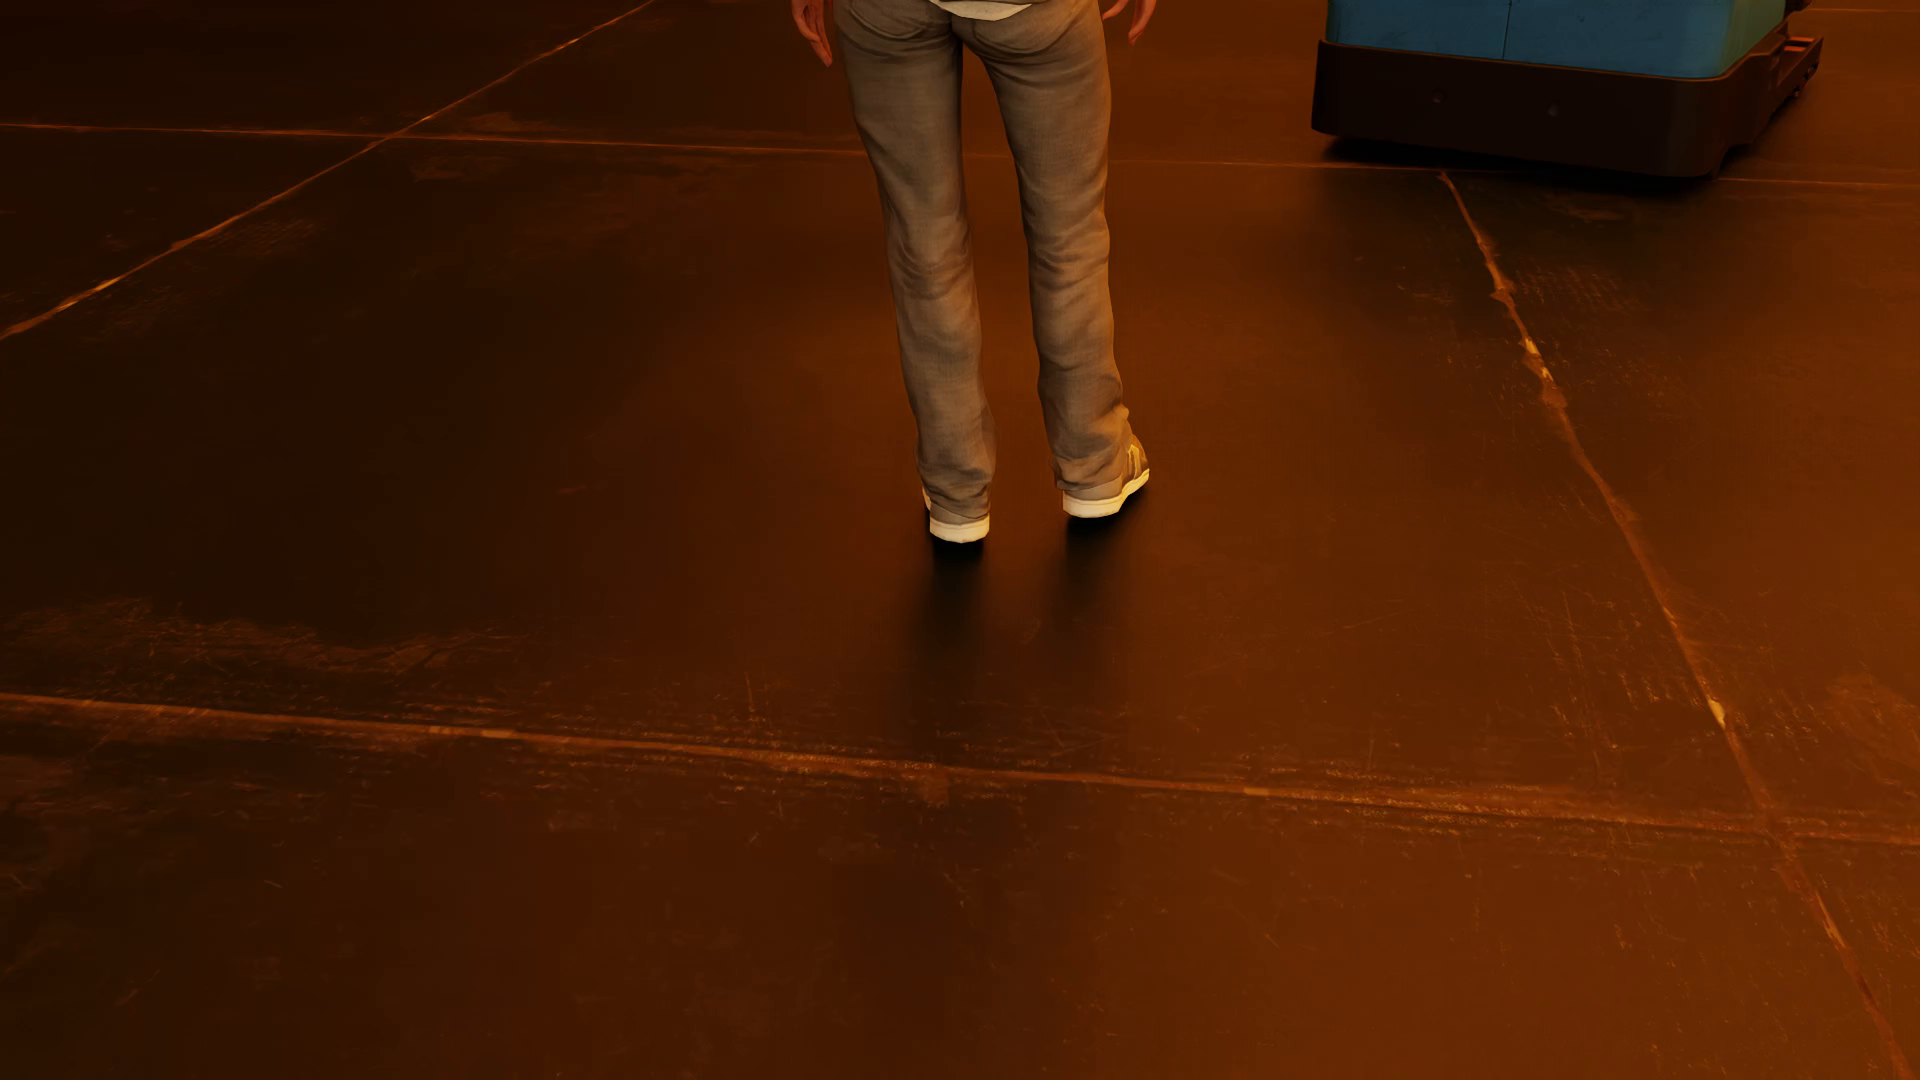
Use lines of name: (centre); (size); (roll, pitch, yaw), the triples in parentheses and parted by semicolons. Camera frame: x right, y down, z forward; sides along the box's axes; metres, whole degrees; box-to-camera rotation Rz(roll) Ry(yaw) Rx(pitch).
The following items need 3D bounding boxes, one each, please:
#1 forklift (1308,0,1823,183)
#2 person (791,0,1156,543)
forklift: (2.178, -2.821, 4.871); (1.130, 2.935, 3.031); (16, 30, 28)
person: (0.024, -0.753, 2.204); (0.520, 1.597, 0.475); (3, 27, 7)
